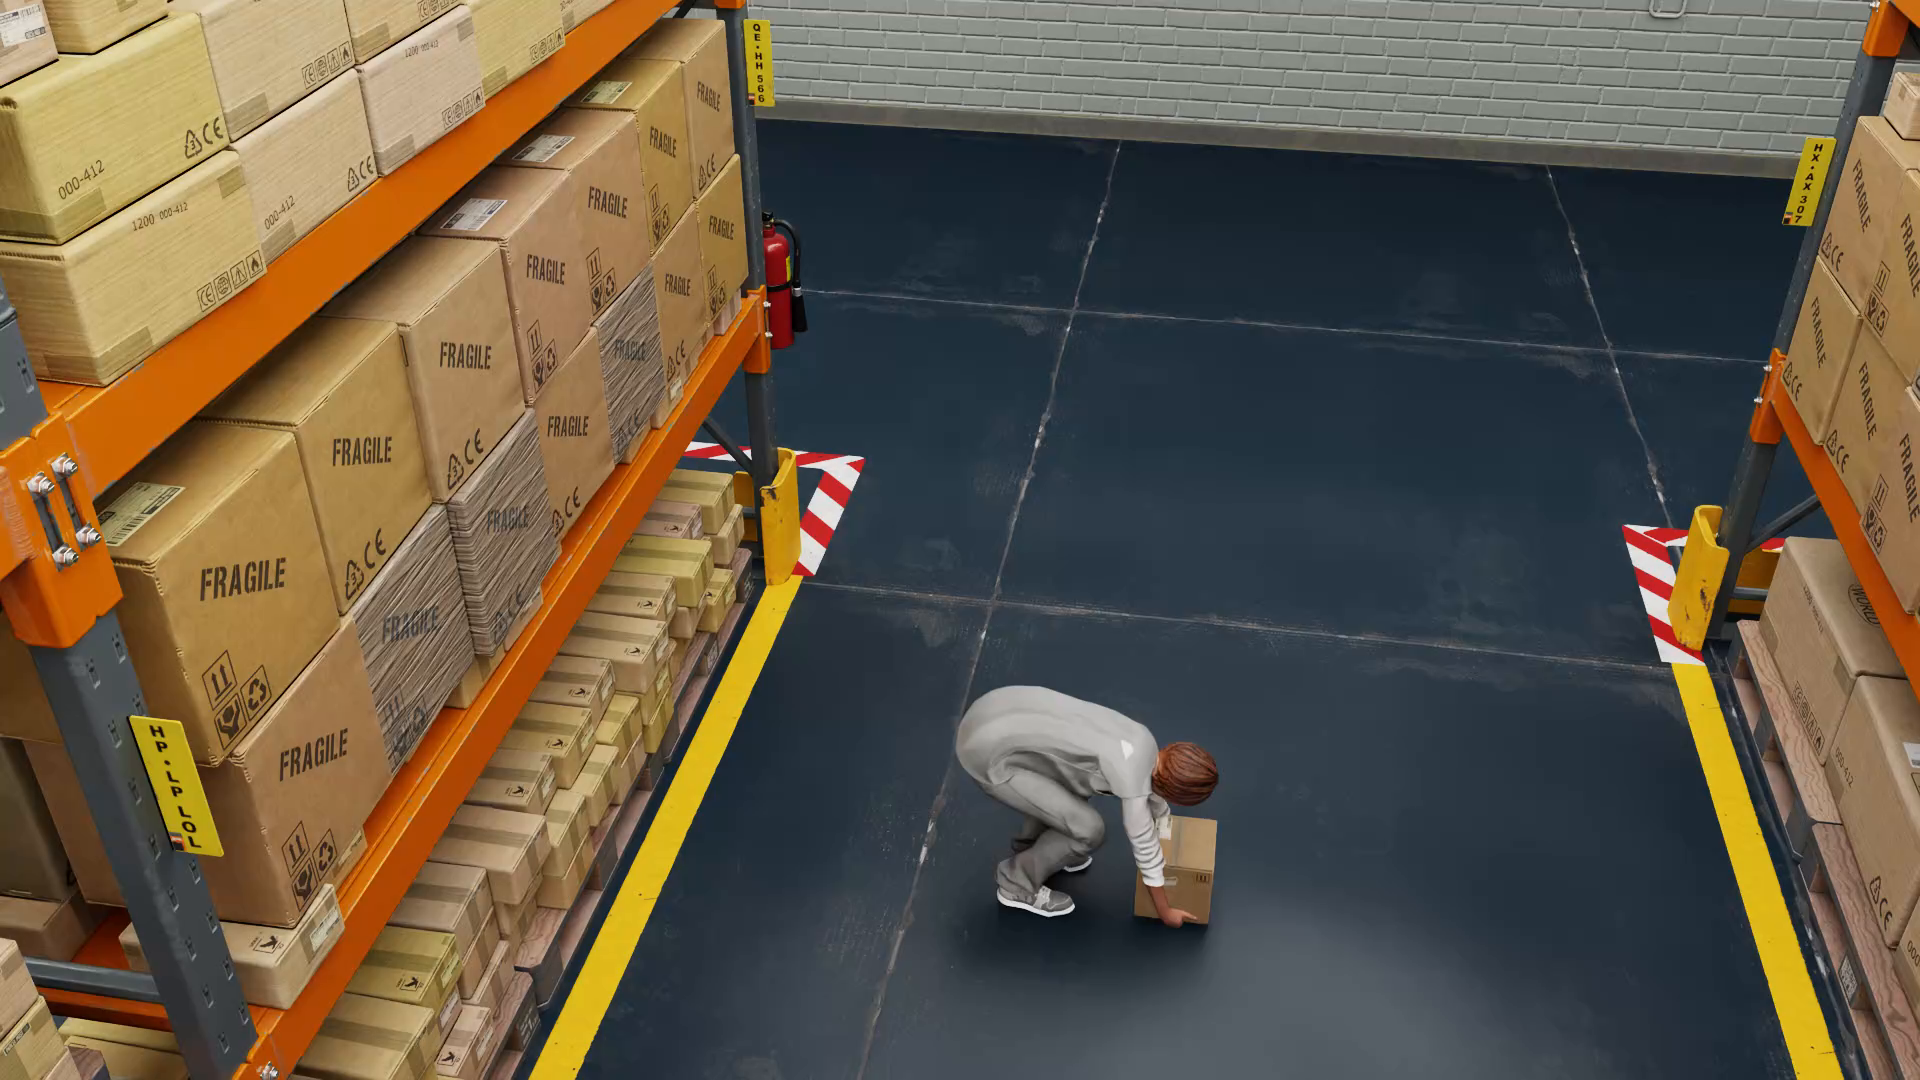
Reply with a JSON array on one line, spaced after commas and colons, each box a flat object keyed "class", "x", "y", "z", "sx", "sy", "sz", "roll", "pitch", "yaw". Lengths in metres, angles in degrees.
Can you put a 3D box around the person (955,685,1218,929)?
[{"class": "person", "x": 0.416, "y": 0.867, "z": 5.542, "sx": 0.861, "sy": 0.816, "sz": 0.424, "roll": 4, "pitch": 33, "yaw": 6}]
